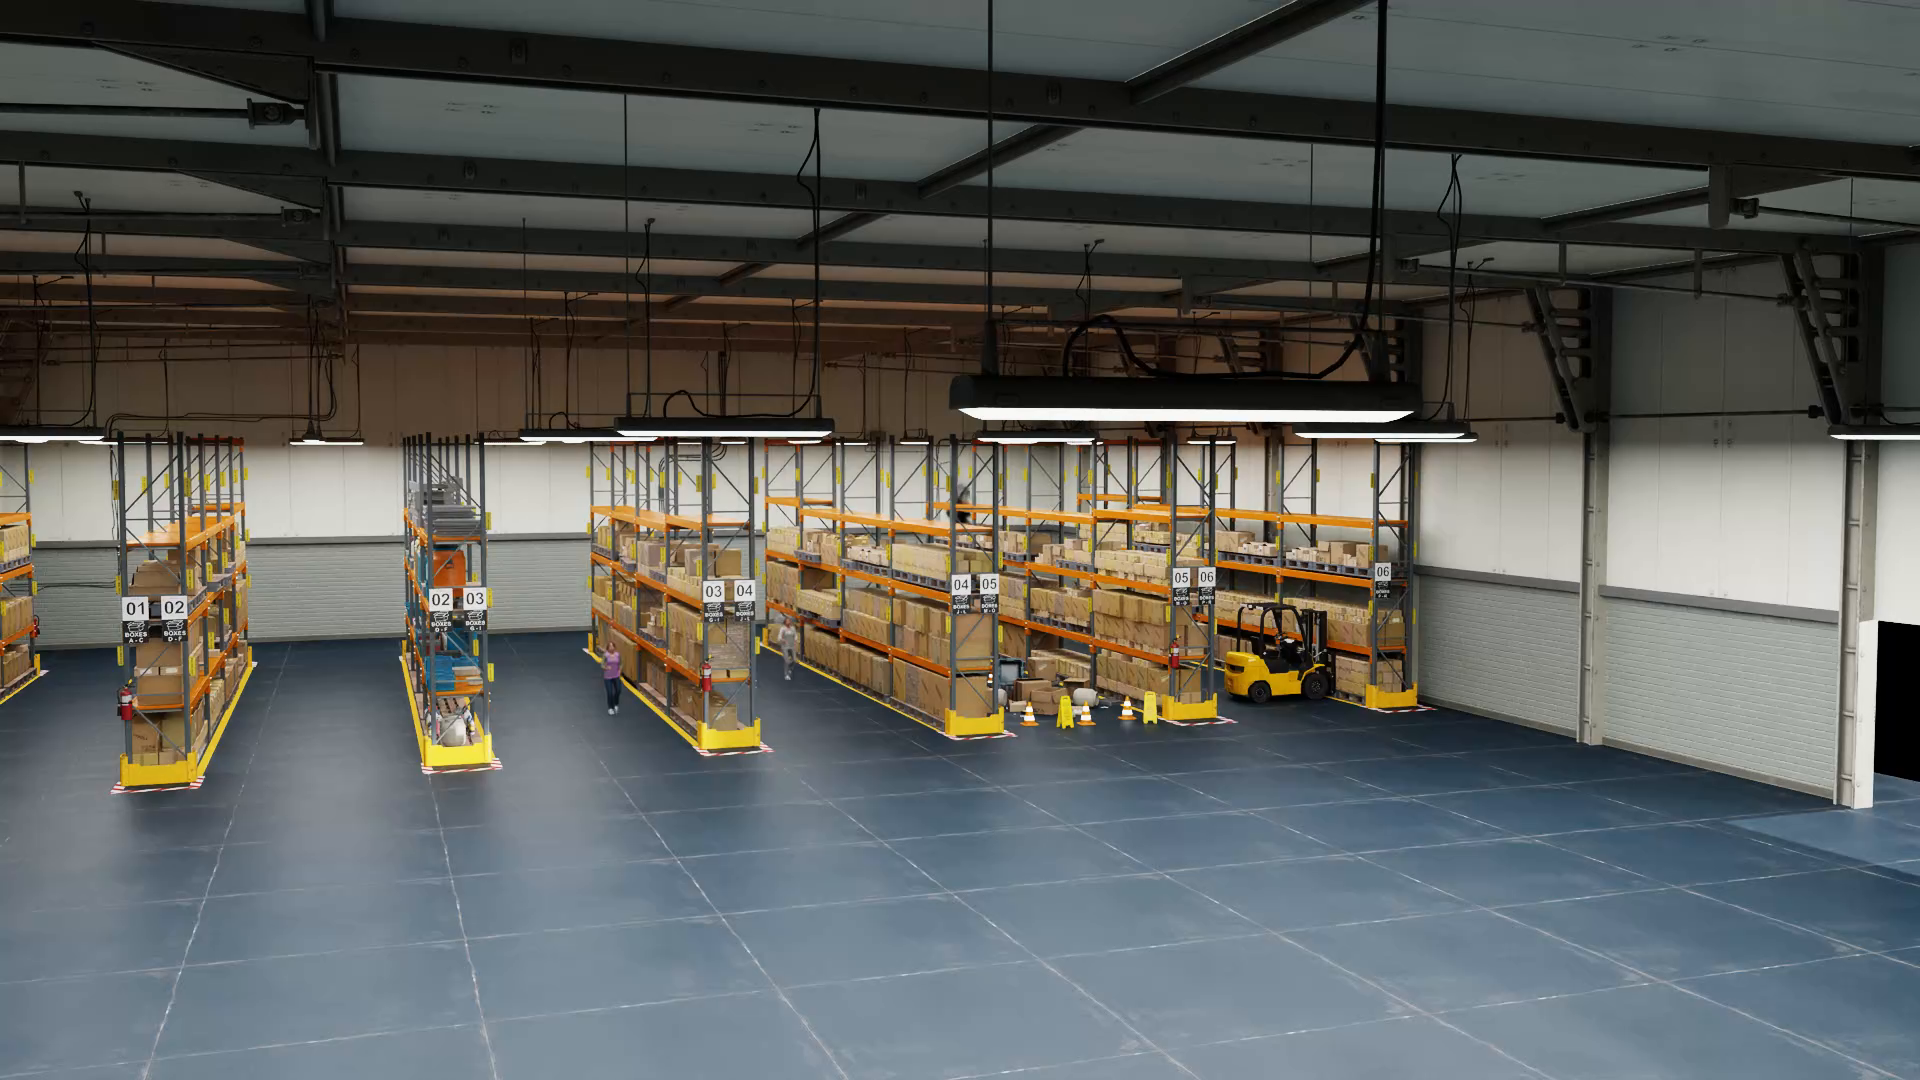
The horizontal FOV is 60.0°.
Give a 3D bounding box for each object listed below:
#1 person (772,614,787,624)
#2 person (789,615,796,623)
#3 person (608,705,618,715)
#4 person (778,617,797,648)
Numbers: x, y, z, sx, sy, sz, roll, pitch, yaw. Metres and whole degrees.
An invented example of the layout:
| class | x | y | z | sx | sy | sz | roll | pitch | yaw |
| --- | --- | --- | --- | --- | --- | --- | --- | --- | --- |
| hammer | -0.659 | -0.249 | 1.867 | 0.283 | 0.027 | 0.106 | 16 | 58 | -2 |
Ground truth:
| class | x | y | z | sx | sy | sz | roll | pitch | yaw |
| --- | --- | --- | --- | --- | --- | --- | --- | --- | --- |
| person | -5.353 | 2.374 | 49.864 | 0.444 | 1.032 | 0.558 | 1 | 3 | 15 |
| person | -10.209 | 0.850 | 32.864 | 21.322 | 5.890 | 29.326 | -1 | 3 | -18 |
| person | -7.441 | 3.601 | 35.695 | 0.195 | 0.269 | 0.294 | -1 | 3 | -20 |
| person | -4.196 | 2.292 | 40.858 | 0.526 | 0.794 | 0.505 | -1 | 3 | -23 |
